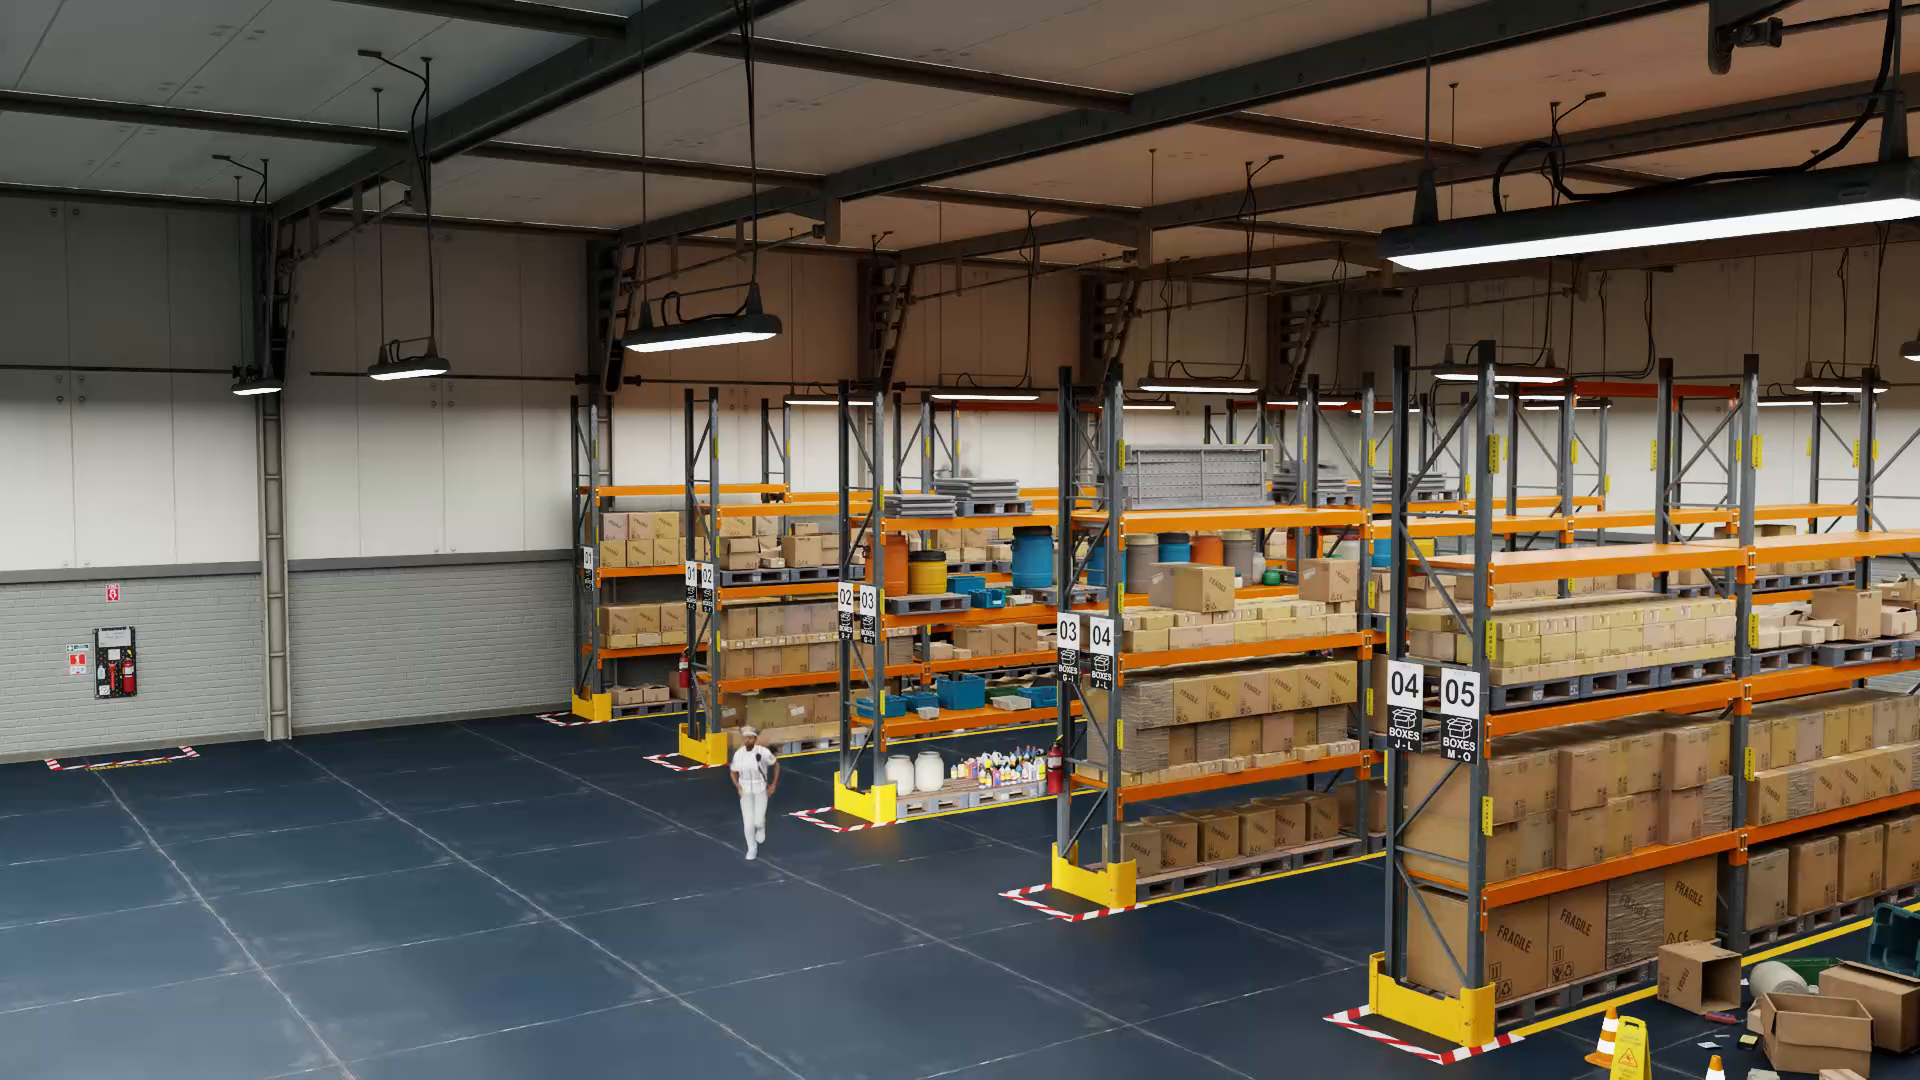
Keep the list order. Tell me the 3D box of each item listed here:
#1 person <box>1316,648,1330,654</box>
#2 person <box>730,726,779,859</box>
[{"bbox_3d":[6.983,2.409,31.853,0.578,1.662,0.935,3,4,40],"label":"person"},{"bbox_3d":[-2.546,3.109,20.542,0.594,1.662,0.627,0,3,3],"label":"person"}]
